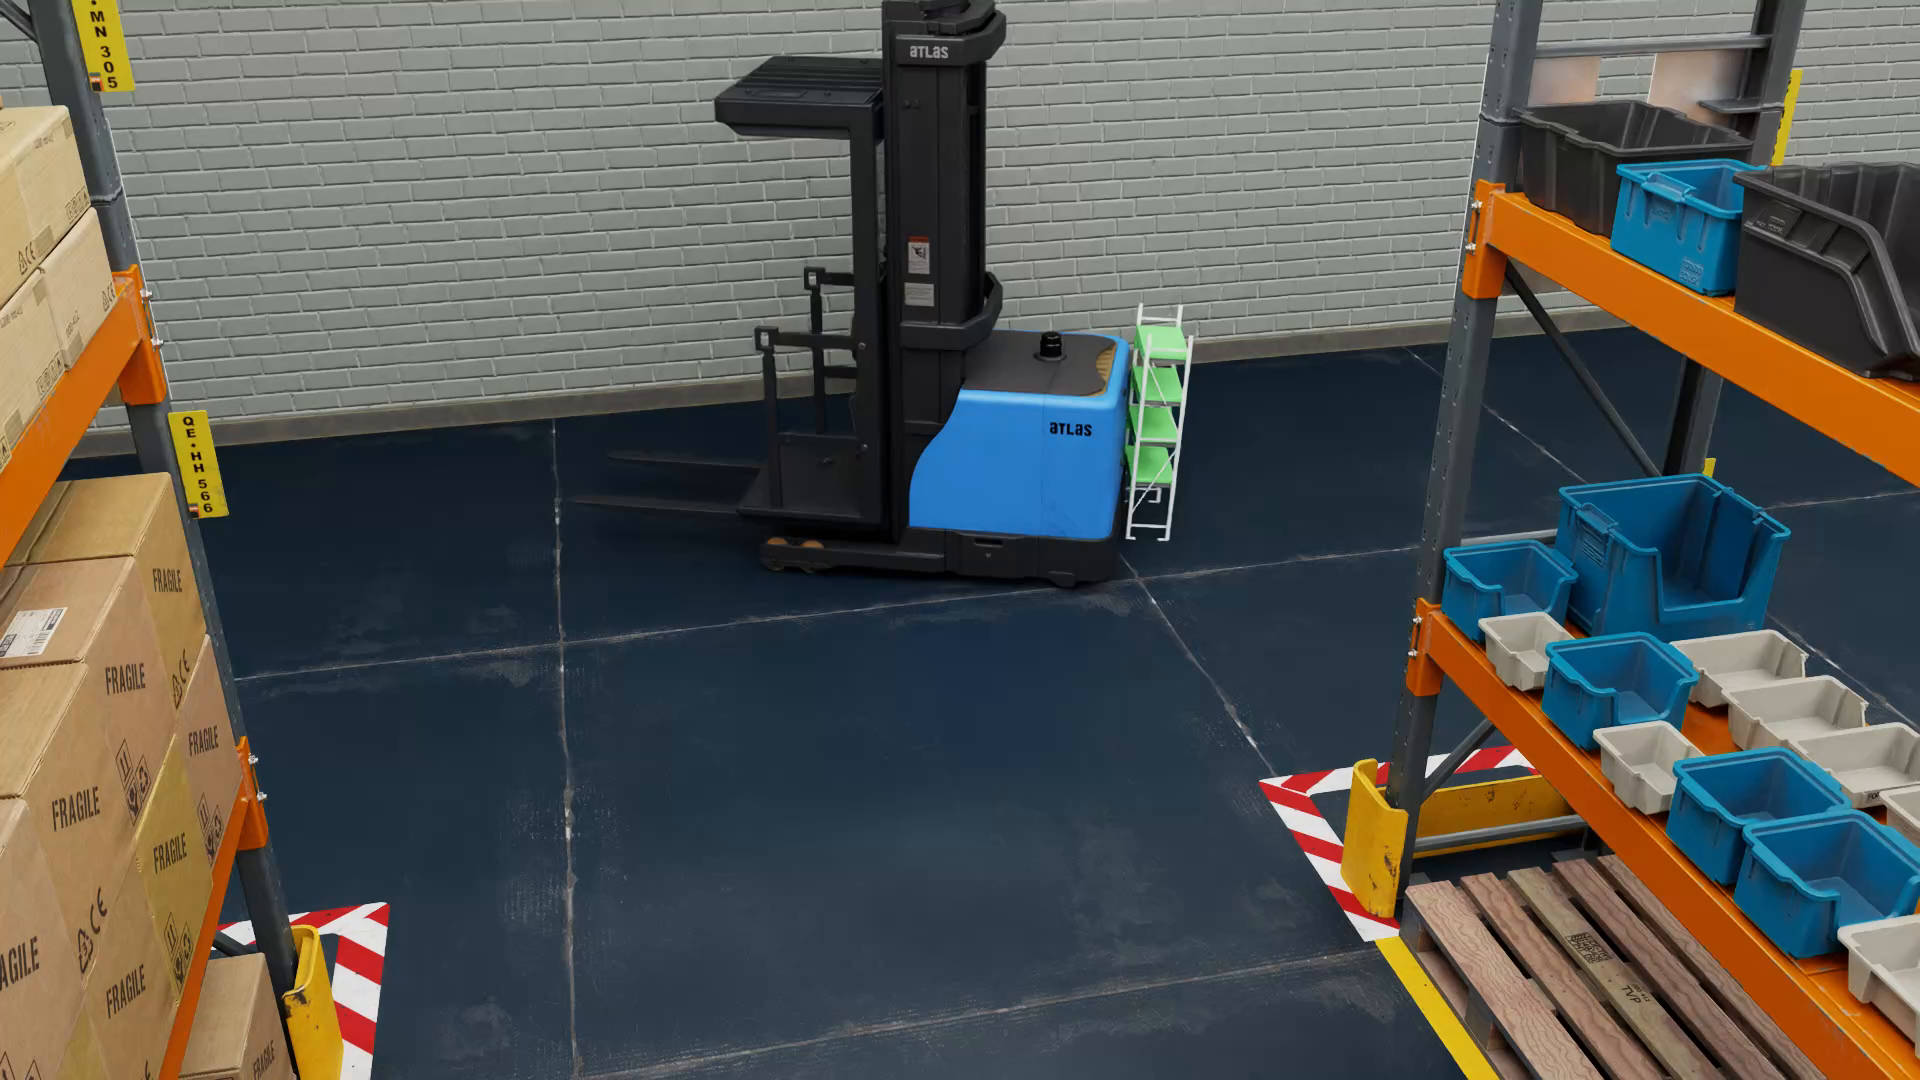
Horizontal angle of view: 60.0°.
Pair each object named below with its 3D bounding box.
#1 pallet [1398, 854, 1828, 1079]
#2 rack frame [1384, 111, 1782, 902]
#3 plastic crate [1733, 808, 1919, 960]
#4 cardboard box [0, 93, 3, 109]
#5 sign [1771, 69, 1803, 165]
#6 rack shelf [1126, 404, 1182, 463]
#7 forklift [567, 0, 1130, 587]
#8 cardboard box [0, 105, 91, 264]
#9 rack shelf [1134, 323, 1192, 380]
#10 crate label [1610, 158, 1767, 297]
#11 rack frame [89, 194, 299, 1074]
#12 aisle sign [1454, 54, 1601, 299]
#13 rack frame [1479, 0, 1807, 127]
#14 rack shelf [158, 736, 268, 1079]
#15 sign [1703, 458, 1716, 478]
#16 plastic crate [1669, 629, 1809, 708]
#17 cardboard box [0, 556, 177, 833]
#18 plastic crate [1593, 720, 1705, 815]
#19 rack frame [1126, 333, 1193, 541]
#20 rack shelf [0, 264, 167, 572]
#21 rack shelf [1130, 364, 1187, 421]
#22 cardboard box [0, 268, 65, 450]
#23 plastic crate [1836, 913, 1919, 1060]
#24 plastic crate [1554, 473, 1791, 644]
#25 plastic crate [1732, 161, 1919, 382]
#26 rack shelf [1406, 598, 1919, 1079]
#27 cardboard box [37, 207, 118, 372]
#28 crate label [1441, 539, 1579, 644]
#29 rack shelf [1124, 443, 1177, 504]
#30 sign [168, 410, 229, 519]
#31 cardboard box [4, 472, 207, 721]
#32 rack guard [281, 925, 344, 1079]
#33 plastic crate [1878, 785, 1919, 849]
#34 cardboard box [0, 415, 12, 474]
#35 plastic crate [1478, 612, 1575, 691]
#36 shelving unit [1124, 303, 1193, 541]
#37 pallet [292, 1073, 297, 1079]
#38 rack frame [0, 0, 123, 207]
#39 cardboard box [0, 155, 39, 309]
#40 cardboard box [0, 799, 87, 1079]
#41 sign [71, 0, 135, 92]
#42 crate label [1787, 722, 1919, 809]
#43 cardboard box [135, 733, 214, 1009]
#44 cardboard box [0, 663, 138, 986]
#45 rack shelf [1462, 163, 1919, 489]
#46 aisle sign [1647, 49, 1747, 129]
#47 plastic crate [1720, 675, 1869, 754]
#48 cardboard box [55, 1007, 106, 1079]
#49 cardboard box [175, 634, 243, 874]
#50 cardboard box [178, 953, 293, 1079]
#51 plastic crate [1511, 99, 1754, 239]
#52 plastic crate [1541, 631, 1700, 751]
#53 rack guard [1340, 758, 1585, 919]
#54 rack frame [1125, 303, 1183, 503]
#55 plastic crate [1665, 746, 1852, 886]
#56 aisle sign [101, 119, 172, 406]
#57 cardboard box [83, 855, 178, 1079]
[{"bbox_3d":[2.276,1.604,5.838,1.003,0.211,1.213,-6,27,-12],"label":"pallet"},{"bbox_3d":[2.128,-0.007,5.935,1.000,3.000,0.127,-6,27,-12],"label":"rack frame"},{"bbox_3d":[2.227,0.892,4.272,0.416,0.233,0.300,-6,27,-12],"label":"plastic crate"},{"bbox_3d":[-2.567,-1.112,3.575,0.700,0.500,0.500,-6,27,-12],"label":"cardboard box"},{"bbox_3d":[2.660,-1.363,5.408,0.100,0.325,0.005,-6,27,-12],"label":"sign"},{"bbox_3d":[1.068,-0.591,9.217,0.258,0.148,0.480,3,27,-1],"label":"rack shelf"},{"bbox_3d":[-0.627,-1.365,8.701,3.031,2.935,1.130,4,27,9],"label":"forklift"},{"bbox_3d":[-2.335,-0.801,3.792,0.500,0.250,0.500,-6,27,-12],"label":"cardboard box"},{"bbox_3d":[1.093,-1.019,9.000,0.258,0.148,0.480,3,27,-1],"label":"rack shelf"},{"bbox_3d":[2.021,-0.842,4.425,0.408,0.251,0.502,-6,27,-12],"label":"crate label"},{"bbox_3d":[-2.699,0.494,4.942,1.000,3.000,0.127,-6,27,-12],"label":"rack frame"},{"bbox_3d":[1.822,-1.169,5.352,0.394,0.787,0.004,-6,27,-12],"label":"aisle sign"},{"bbox_3d":[2.128,-2.685,4.583,1.000,3.000,0.127,-6,27,-12],"label":"rack frame"},{"bbox_3d":[-2.248,1.693,3.365,1.077,0.370,4.000,-6,27,-12],"label":"rack shelf"},{"bbox_3d":[2.660,-0.143,6.023,0.100,0.325,0.005,-6,27,-12],"label":"sign"},{"bbox_3d":[2.488,0.423,5.308,0.396,0.136,0.243,-6,27,-12],"label":"plastic crate"},{"bbox_3d":[-2.216,0.392,3.923,0.500,0.500,0.500,-5,27,-10],"label":"cardboard box"},{"bbox_3d":[2.007,0.673,4.815,0.250,0.136,0.298,-6,27,-12],"label":"plastic crate"},{"bbox_3d":[1.071,-0.538,8.970,0.240,1.200,0.015,3,27,-1],"label":"rack frame"},{"bbox_3d":[-2.248,0.354,2.689,1.077,0.370,4.000,-6,27,-12],"label":"rack shelf"},{"bbox_3d":[1.081,-0.805,9.108,0.258,0.148,0.480,3,27,-1],"label":"rack shelf"},{"bbox_3d":[-2.224,-0.359,3.469,0.500,0.250,0.500,-6,27,-12],"label":"cardboard box"},{"bbox_3d":[2.344,1.106,3.956,0.293,0.136,0.466,-6,27,-12],"label":"plastic crate"},{"bbox_3d":[2.385,0.078,5.660,0.616,0.435,0.499,-6,27,-12],"label":"plastic crate"},{"bbox_3d":[2.204,-0.620,3.889,0.504,0.338,0.767,-6,27,-12],"label":"plastic crate"},{"bbox_3d":[2.578,1.192,4.358,1.077,0.370,4.000,-6,27,-12],"label":"rack shelf"},{"bbox_3d":[-2.326,-0.579,3.906,0.500,0.250,0.500,-6,27,-12],"label":"cardboard box"},{"bbox_3d":[1.863,0.183,5.678,0.416,0.233,0.303,-6,27,-12],"label":"crate label"},{"bbox_3d":[1.056,-0.377,9.325,0.258,0.148,0.480,3,27,-1],"label":"rack shelf"},{"bbox_3d":[-2.154,-0.211,4.704,0.100,0.325,0.005,-6,27,-12],"label":"sign"},{"bbox_3d":[-2.331,0.171,4.362,0.500,0.500,0.500,-6,27,-12],"label":"cardboard box"},{"bbox_3d":[-2.682,1.643,5.439,1.175,0.500,0.348,-6,27,-12],"label":"rack guard"},{"bbox_3d":[2.710,0.800,4.562,0.298,0.136,0.250,-6,27,-12],"label":"plastic crate"},{"bbox_3d":[-2.099,-0.140,3.037,0.500,0.250,0.500,-6,27,-12],"label":"cardboard box"},{"bbox_3d":[1.854,0.375,5.405,0.250,0.136,0.298,-6,27,-12],"label":"plastic crate"},{"bbox_3d":[1.072,-0.648,9.188,0.258,1.200,0.503,3,27,-1],"label":"shelving unit"},{"bbox_3d":[-2.501,2.122,4.811,1.003,0.211,1.213,-6,27,-12],"label":"pallet"},{"bbox_3d":[-2.699,-2.184,3.590,1.000,3.000,0.127,-6,27,-12],"label":"rack frame"},{"bbox_3d":[-2.222,-0.582,3.357,0.500,0.250,0.500,-6,27,-12],"label":"cardboard box"},{"bbox_3d":[-1.979,0.845,3.026,0.500,0.500,0.500,-5,27,-10],"label":"cardboard box"},{"bbox_3d":[-2.154,-1.288,4.161,0.100,0.325,0.005,-6,27,-12],"label":"sign"},{"bbox_3d":[2.626,0.672,4.816,0.396,0.136,0.243,-6,27,-12],"label":"crate label"},{"bbox_3d":[-2.213,0.846,4.134,0.500,0.500,0.500,-6,27,-11],"label":"cardboard box"},{"bbox_3d":[-2.095,0.619,3.473,0.500,0.500,0.500,-5,27,-10],"label":"cardboard box"},{"bbox_3d":[2.578,-0.147,3.682,1.077,0.370,4.000,-6,27,-12],"label":"rack shelf"},{"bbox_3d":[2.397,-1.229,5.471,0.394,0.787,0.004,-6,27,-12],"label":"aisle sign"},{"bbox_3d":[2.539,0.552,5.053,0.396,0.136,0.243,-6,27,-12],"label":"plastic crate"},{"bbox_3d":[-1.992,1.287,3.261,0.500,0.500,0.500,-6,27,-12],"label":"cardboard box"},{"bbox_3d":[-2.333,0.619,4.585,0.500,0.500,0.500,-5,27,-10],"label":"cardboard box"},{"bbox_3d":[-2.337,1.627,4.983,0.500,0.500,0.500,-6,27,-12],"label":"cardboard box"},{"bbox_3d":[1.943,-1.091,4.898,0.497,0.269,0.590,-6,27,-12],"label":"plastic crate"},{"bbox_3d":[2.011,0.472,5.106,0.416,0.233,0.300,-6,27,-12],"label":"plastic crate"},{"bbox_3d":[2.110,1.100,6.517,1.175,0.500,0.348,-6,27,-12],"label":"rack guard"},{"bbox_3d":[1.073,-0.758,9.406,0.240,1.200,0.015,3,27,-1],"label":"rack frame"},{"bbox_3d":[2.159,0.761,4.533,0.416,0.233,0.300,-6,27,-12],"label":"plastic crate"},{"bbox_3d":[-2.416,-0.727,4.477,0.394,0.787,0.004,-6,27,-12],"label":"aisle sign"},{"bbox_3d":[-2.106,1.066,3.699,0.500,0.500,0.500,-6,27,-11],"label":"cardboard box"}]
